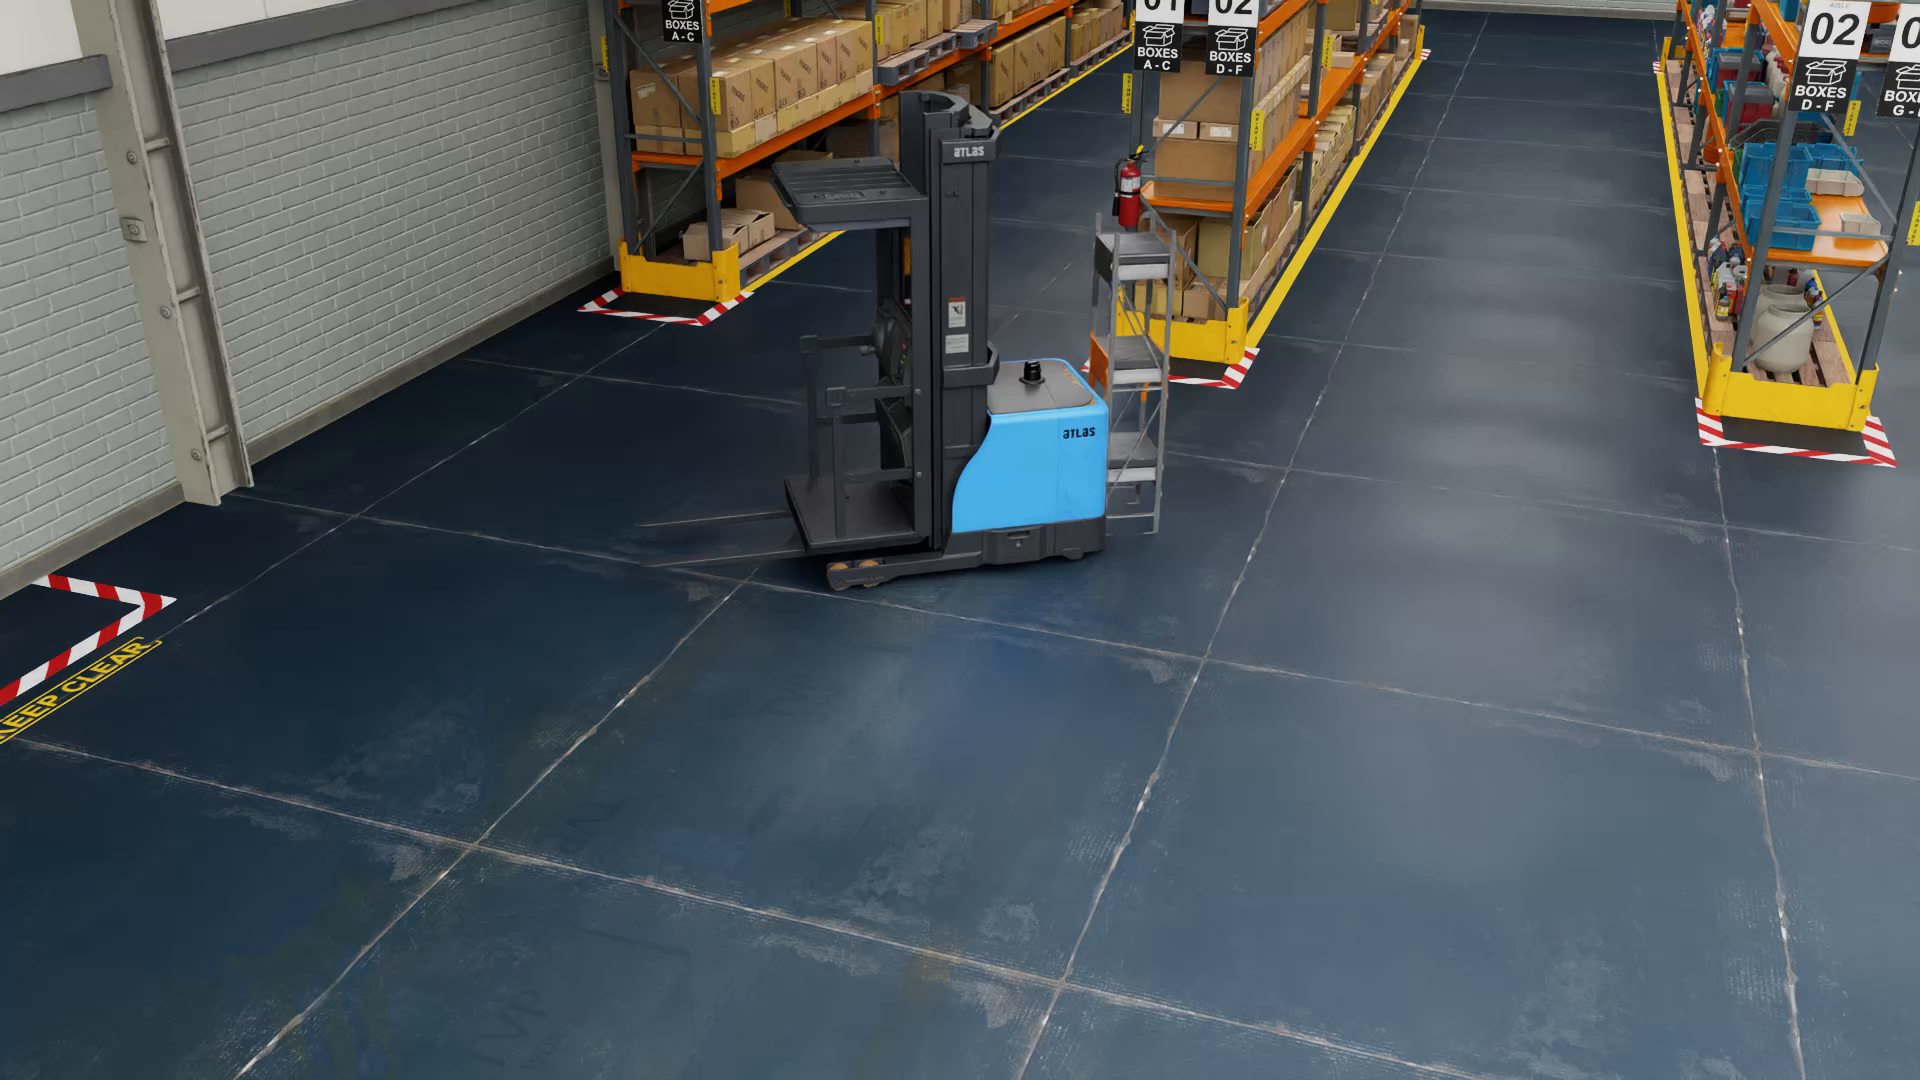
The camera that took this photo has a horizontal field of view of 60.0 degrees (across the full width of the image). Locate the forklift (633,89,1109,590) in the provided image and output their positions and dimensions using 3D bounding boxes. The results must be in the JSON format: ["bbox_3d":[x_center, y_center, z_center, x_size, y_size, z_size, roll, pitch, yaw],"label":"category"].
[{"bbox_3d":[-0.611,-1.253,10.475,3.031,2.935,1.130,-6,27,-13],"label":"forklift"}]

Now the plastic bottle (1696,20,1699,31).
[{"bbox_3d":[9.993,-6.957,22.404,0.097,0.201,0.097,0,26,0],"label":"plastic bottle"}]

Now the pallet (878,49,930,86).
[{"bbox_3d":[-1.030,-5.596,19.585,1.003,0.211,1.213,9,27,17],"label":"pallet"}]

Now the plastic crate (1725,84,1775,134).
[{"bbox_3d":[7.794,-4.224,16.460,0.402,0.464,0.583,9,27,17],"label":"plastic crate"}]

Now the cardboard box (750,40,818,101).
[{"bbox_3d":[-1.798,-4.804,17.018,0.500,0.500,0.500,10,27,19],"label":"cardboard box"}]

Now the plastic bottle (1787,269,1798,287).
[{"bbox_3d":[7.649,-2.359,15.292,0.061,0.283,0.133,9,27,17],"label":"plastic bottle"}]

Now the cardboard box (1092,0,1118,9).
[{"bbox_3d":[2.478,-9.190,28.430,0.380,0.149,0.250,9,27,19],"label":"cardboard box"}]

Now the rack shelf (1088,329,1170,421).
[{"bbox_3d":[1.117,-1.074,11.084,0.431,0.518,0.480,-4,26,-9],"label":"rack shelf"}]

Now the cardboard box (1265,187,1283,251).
[{"bbox_3d":[2.810,-3.121,16.068,0.500,0.500,0.500,9,27,17],"label":"cardboard box"}]

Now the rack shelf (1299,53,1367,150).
[{"bbox_3d":[3.917,-5.170,19.312,1.077,0.370,4.000,9,27,17],"label":"rack shelf"}]

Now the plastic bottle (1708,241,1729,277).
[{"bbox_3d":[7.261,-2.687,15.891,0.144,0.351,0.185,10,27,19],"label":"plastic bottle"}]

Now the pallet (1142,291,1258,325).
[{"bbox_3d":[2.135,-2.094,15.332,1.003,0.211,1.213,9,27,17],"label":"pallet"}]

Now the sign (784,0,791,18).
[{"bbox_3d":[-1.946,-5.989,18.849,0.100,0.325,0.005,9,27,17],"label":"sign"}]

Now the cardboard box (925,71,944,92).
[{"bbox_3d":[-0.530,-5.915,21.527,0.500,0.250,0.500,9,27,18],"label":"cardboard box"}]

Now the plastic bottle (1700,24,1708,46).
[{"bbox_3d":[9.588,-6.487,21.355,0.097,0.271,0.097,0,26,0],"label":"plastic bottle"}]

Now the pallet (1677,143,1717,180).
[{"bbox_3d":[9.475,-4.671,20.655,1.003,0.211,1.213,9,27,17],"label":"pallet"}]

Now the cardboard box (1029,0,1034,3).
[{"bbox_3d":[0.828,-8.016,23.885,0.500,0.500,0.500,10,27,19],"label":"cardboard box"}]

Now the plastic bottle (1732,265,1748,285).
[{"bbox_3d":[7.205,-2.389,15.364,0.152,0.276,0.135,9,27,17],"label":"plastic bottle"}]

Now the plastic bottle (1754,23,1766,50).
[{"bbox_3d":[10.031,-6.307,20.890,0.144,0.351,0.185,9,27,17],"label":"plastic bottle"}]

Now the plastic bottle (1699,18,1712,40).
[{"bbox_3d":[9.762,-6.669,21.723,0.152,0.276,0.135,9,27,17],"label":"plastic bottle"}]

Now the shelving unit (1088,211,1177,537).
[{"bbox_3d":[1.117,-1.086,11.078,0.431,2.100,0.503,-4,26,-9],"label":"shelving unit"}]

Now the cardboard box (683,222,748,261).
[{"bbox_3d":[-2.437,-3.004,16.593,0.500,0.311,0.500,6,26,12],"label":"cardboard box"}]

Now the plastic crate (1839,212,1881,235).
[{"bbox_3d":[7.191,-2.511,13.297,0.298,0.136,0.250,9,27,17],"label":"plastic crate"}]

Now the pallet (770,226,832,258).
[{"bbox_3d":[-2.016,-3.350,17.926,1.003,0.211,1.213,9,27,17],"label":"pallet"}]

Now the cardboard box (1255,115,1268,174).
[{"bbox_3d":[2.428,-3.683,15.300,0.700,0.500,0.500,9,27,18],"label":"cardboard box"}]

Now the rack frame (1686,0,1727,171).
[{"bbox_3d":[9.252,-5.596,19.366,1.000,3.000,0.127,9,27,17],"label":"rack frame"}]

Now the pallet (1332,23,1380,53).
[{"bbox_3d":[4.742,-6.518,21.491,1.213,0.211,1.003,9,27,17],"label":"pallet"}]

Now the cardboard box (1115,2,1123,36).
[{"bbox_3d":[2.433,-9.082,28.952,0.700,0.500,0.500,9,27,17],"label":"cardboard box"}]

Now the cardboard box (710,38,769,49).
[{"bbox_3d":[-2.284,-4.874,17.164,0.500,0.500,0.500,9,27,18],"label":"cardboard box"}]

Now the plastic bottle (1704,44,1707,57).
[{"bbox_3d":[9.279,-6.074,20.582,0.097,0.201,0.097,0,26,0],"label":"plastic bottle"}]

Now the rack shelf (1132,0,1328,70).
[{"bbox_3d":[2.586,-4.877,15.263,1.077,0.370,4.000,9,27,17],"label":"rack shelf"}]

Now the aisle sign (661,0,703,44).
[{"bbox_3d":[-2.494,-4.842,14.826,0.394,0.787,0.004,9,27,17],"label":"aisle sign"}]

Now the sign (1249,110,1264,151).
[{"bbox_3d":[2.441,-3.371,13.685,0.100,0.325,0.005,9,27,17],"label":"sign"}]

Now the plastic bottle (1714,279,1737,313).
[{"bbox_3d":[6.897,-2.199,14.969,0.152,0.276,0.135,9,27,18],"label":"plastic bottle"}]

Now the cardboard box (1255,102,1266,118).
[{"bbox_3d":[2.509,-3.810,14.818,0.380,0.149,0.250,8,27,17],"label":"cardboard box"}]

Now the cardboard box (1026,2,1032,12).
[{"bbox_3d":[0.832,-7.769,24.120,0.380,0.149,0.250,10,27,19],"label":"cardboard box"}]

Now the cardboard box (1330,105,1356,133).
[{"bbox_3d":[4.640,-5.269,20.720,0.500,0.311,0.500,9,27,19],"label":"cardboard box"}]

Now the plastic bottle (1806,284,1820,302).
[{"bbox_3d":[7.634,-2.160,14.896,0.097,0.271,0.097,0,26,0],"label":"plastic bottle"}]

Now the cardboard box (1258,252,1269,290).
[{"bbox_3d":[2.638,-2.579,15.809,0.500,0.250,0.500,9,27,17],"label":"cardboard box"}]

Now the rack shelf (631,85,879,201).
[{"bbox_3d":[-2.087,-4.243,17.397,1.077,0.370,4.000,9,27,17],"label":"rack shelf"}]

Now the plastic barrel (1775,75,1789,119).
[{"bbox_3d":[8.446,-4.375,16.688,0.433,0.535,0.433,0,26,0],"label":"plastic barrel"}]

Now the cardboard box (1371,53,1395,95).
[{"bbox_3d":[6.019,-6.788,24.192,0.500,0.500,0.500,9,27,17],"label":"cardboard box"}]

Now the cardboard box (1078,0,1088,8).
[{"bbox_3d":[1.951,-9.039,28.118,0.380,0.149,0.250,9,27,18],"label":"cardboard box"}]

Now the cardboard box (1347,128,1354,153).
[{"bbox_3d":[4.637,-5.016,20.841,0.500,0.250,0.500,9,27,19],"label":"cardboard box"}]

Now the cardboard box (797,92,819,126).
[{"bbox_3d":[-1.786,-4.473,17.195,0.500,0.250,0.500,9,27,18],"label":"cardboard box"}]

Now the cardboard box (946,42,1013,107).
[{"bbox_3d":[0.278,-6.537,23.295,0.750,0.750,0.750,8,27,17],"label":"cardboard box"}]

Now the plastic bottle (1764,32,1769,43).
[{"bbox_3d":[10.162,-6.241,20.840,0.152,0.276,0.135,9,27,17],"label":"plastic bottle"}]

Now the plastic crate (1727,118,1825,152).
[{"bbox_3d":[7.627,-3.728,15.578,0.767,0.338,0.504,9,27,17],"label":"plastic crate"}]

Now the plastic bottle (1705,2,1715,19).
[{"bbox_3d":[10.147,-7.103,22.536,0.144,0.351,0.185,9,27,17],"label":"plastic bottle"}]

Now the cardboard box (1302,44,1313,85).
[{"bbox_3d":[3.697,-5.247,18.530,0.500,0.500,0.500,11,28,21],"label":"cardboard box"}]

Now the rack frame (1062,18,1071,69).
[{"bbox_3d":[1.241,-8.677,25.728,1.000,3.000,0.127,9,27,17],"label":"rack frame"}]

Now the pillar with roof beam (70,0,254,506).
[{"bbox_3d":[-1.272,-3.768,8.707,9.100,9.000,0.400,9,27,17],"label":"pillar with roof beam"}]

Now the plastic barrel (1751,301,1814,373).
[{"bbox_3d":[6.737,-1.659,13.608,0.421,0.512,0.421,0,26,0],"label":"plastic barrel"}]

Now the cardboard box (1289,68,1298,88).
[{"bbox_3d":[3.107,-4.549,16.344,0.380,0.149,0.250,9,27,17],"label":"cardboard box"}]

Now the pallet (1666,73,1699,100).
[{"bbox_3d":[11.195,-6.796,25.043,1.003,0.211,1.213,9,27,17],"label":"pallet"}]

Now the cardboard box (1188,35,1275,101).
[{"bbox_3d":[2.442,-4.293,15.072,0.700,0.500,0.500,9,27,18],"label":"cardboard box"}]
